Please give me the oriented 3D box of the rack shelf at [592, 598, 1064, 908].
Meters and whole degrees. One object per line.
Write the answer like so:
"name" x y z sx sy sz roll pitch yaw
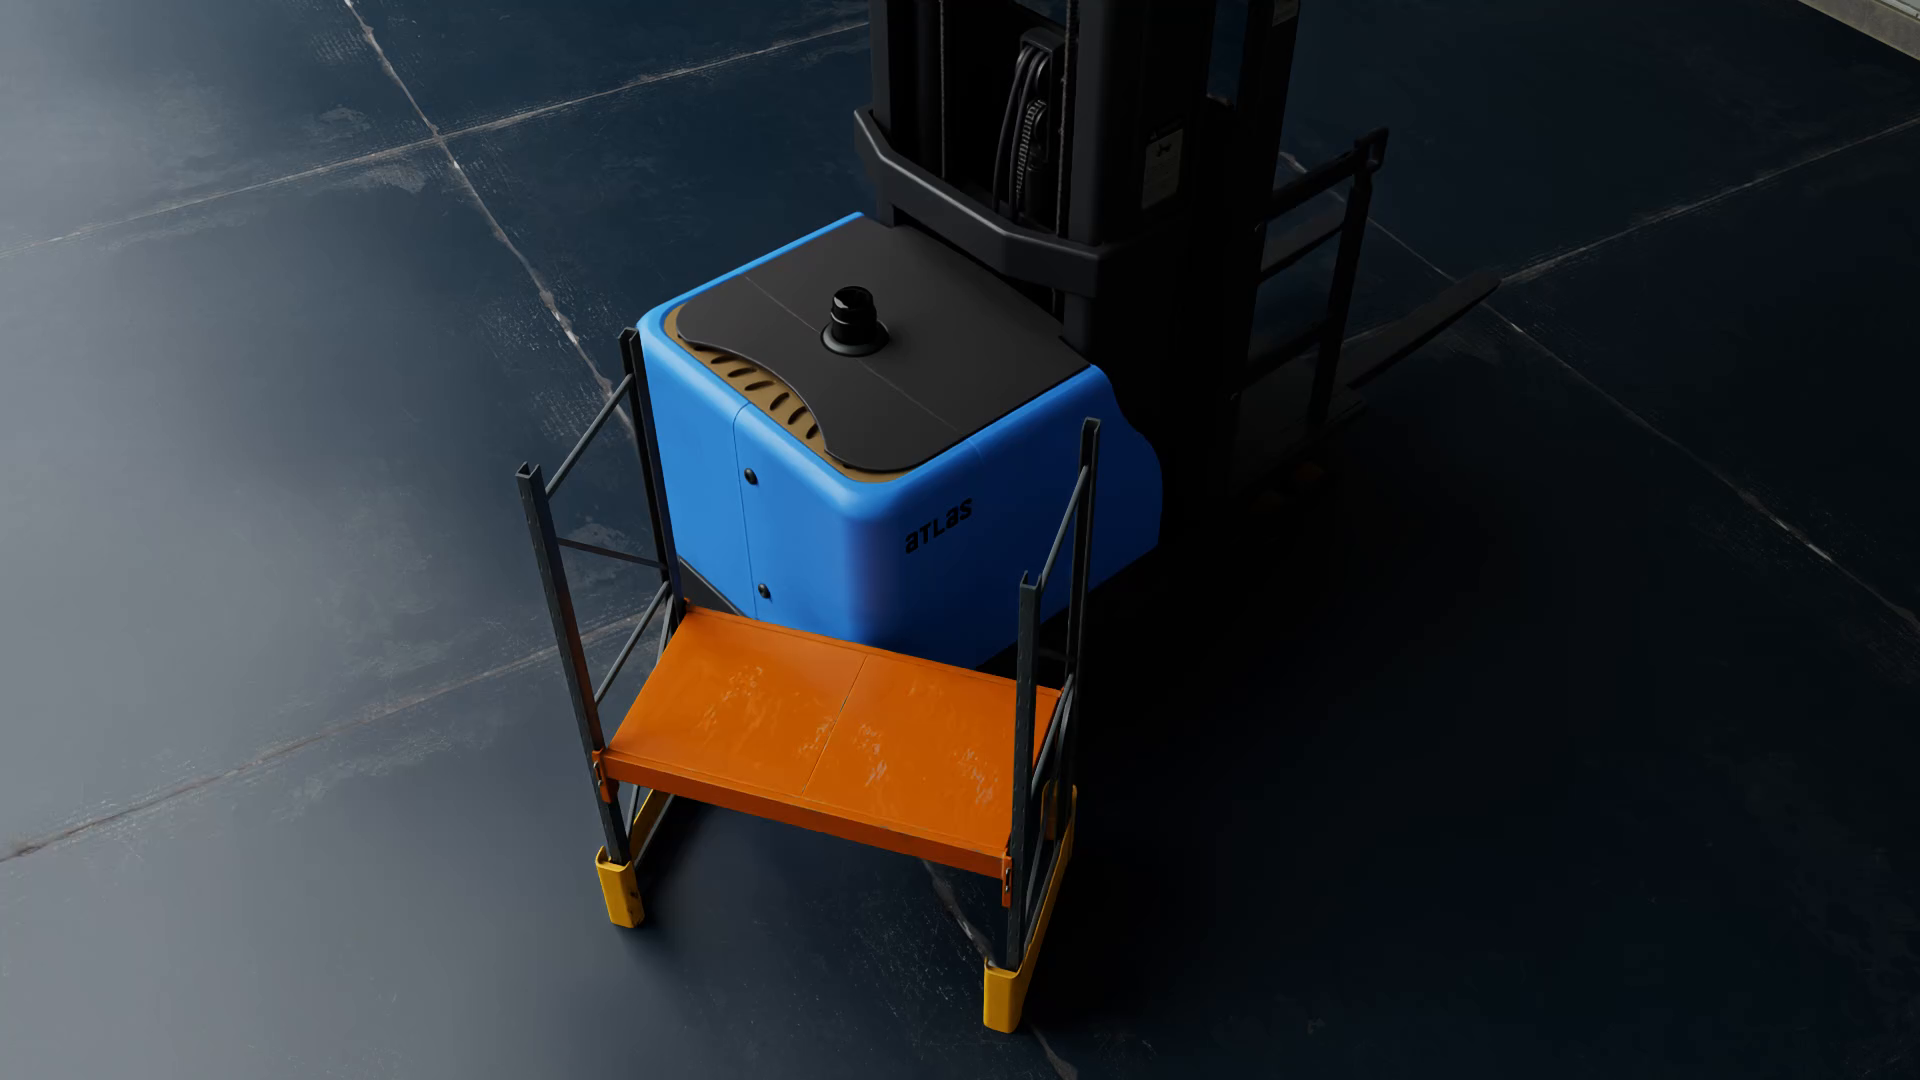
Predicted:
"rack shelf" -0.290 0.483 3.933 1.000 0.185 0.538 12 45 12

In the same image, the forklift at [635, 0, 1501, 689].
"forklift" 0.567 -1.289 4.473 3.031 2.935 1.130 -32 52 -29

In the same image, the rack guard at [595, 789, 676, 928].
"rack guard" -0.774 0.698 4.351 0.087 0.250 0.587 12 45 12

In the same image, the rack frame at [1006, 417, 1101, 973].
"rack frame" 0.196 0.459 3.701 0.032 1.500 0.500 12 45 12

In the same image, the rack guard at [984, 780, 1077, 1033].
"rack guard" 0.178 0.903 4.140 0.087 0.250 0.587 12 45 12

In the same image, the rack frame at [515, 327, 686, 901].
"rack frame" -0.775 0.250 3.916 0.032 1.500 0.500 12 45 12

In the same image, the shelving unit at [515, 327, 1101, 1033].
"shelving unit" -0.298 0.352 3.810 1.083 1.500 0.587 12 45 12
